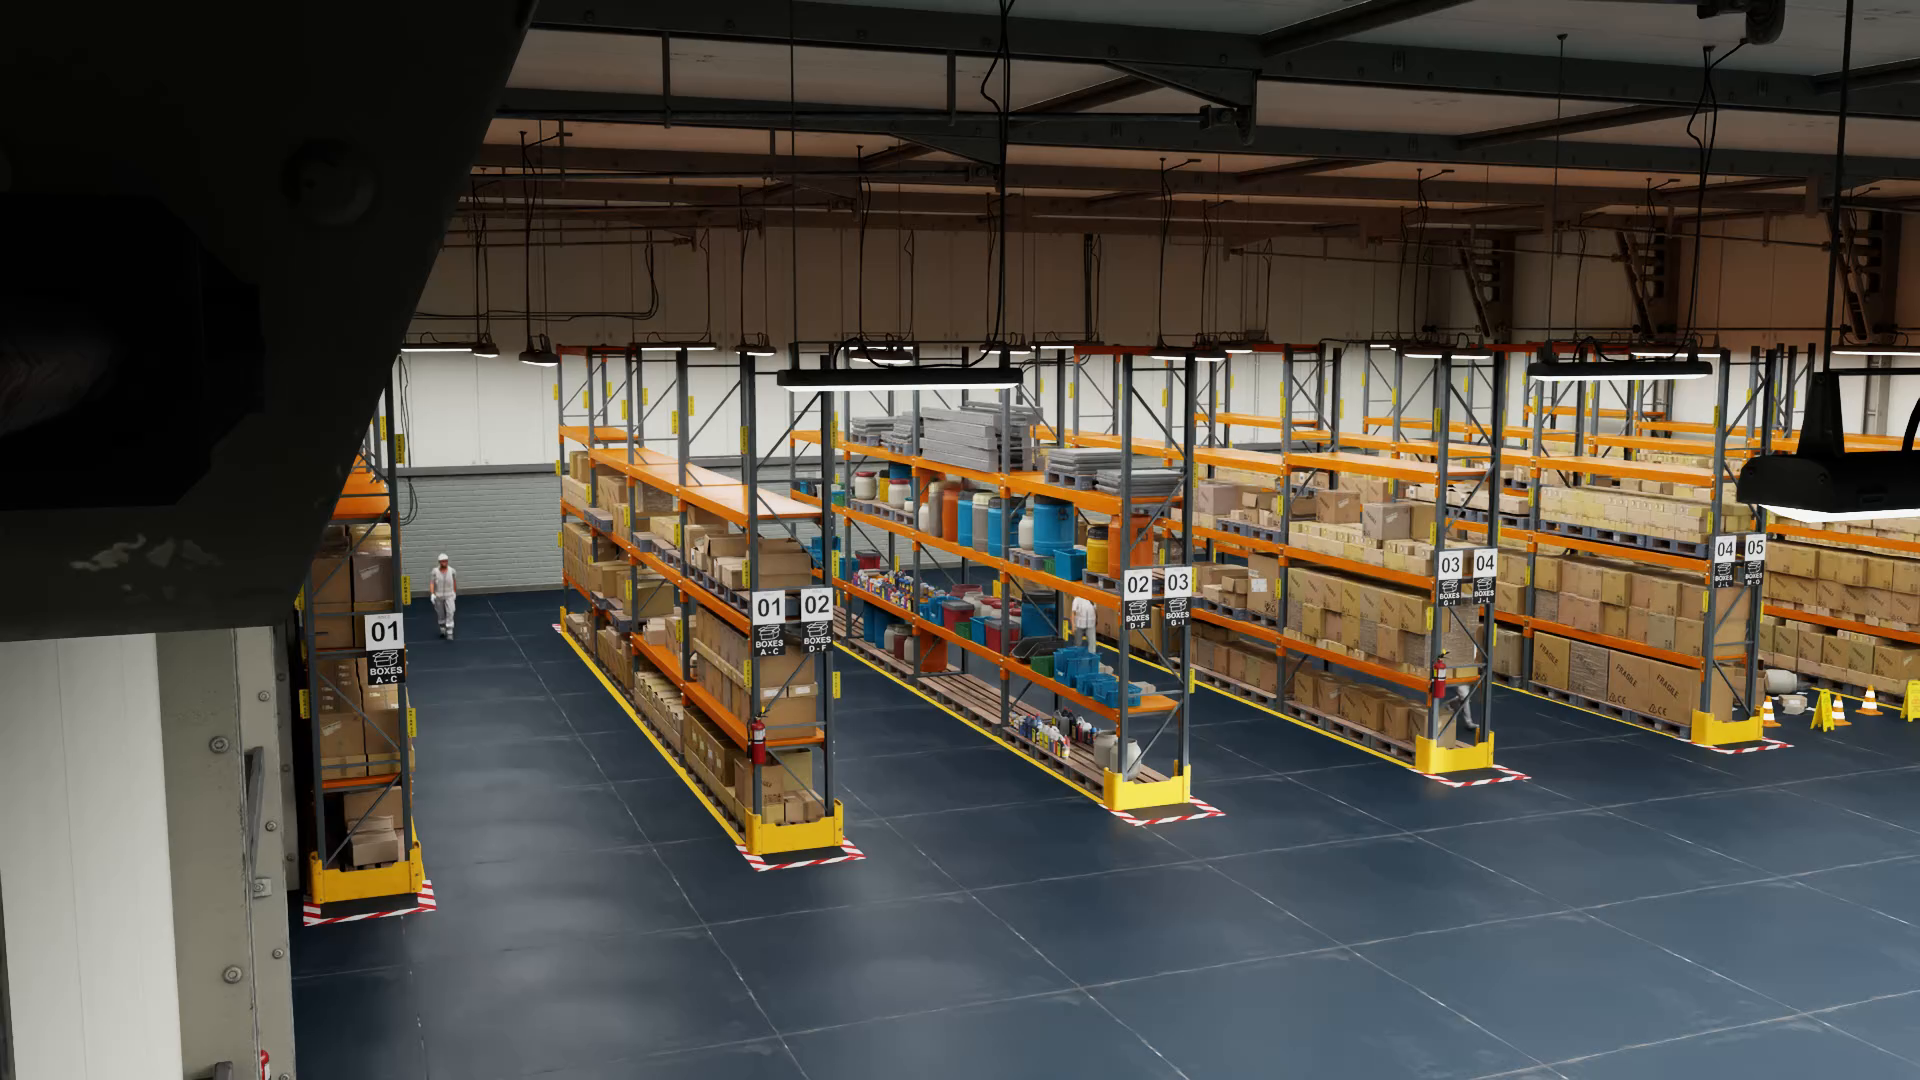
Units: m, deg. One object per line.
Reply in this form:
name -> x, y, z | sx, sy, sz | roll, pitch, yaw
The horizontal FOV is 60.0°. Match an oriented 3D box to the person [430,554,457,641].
person -> -10.528, 1.153, 33.905 | 0.532, 1.730, 1.084 | -2, 8, -18

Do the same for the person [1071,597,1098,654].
person -> 2.307, 1.608, 30.830 | 0.549, 1.611, 1.005 | -1, 7, -11

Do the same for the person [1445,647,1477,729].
person -> 7.998, 2.145, 26.593 | 0.562, 1.657, 1.017 | -2, 7, -14
